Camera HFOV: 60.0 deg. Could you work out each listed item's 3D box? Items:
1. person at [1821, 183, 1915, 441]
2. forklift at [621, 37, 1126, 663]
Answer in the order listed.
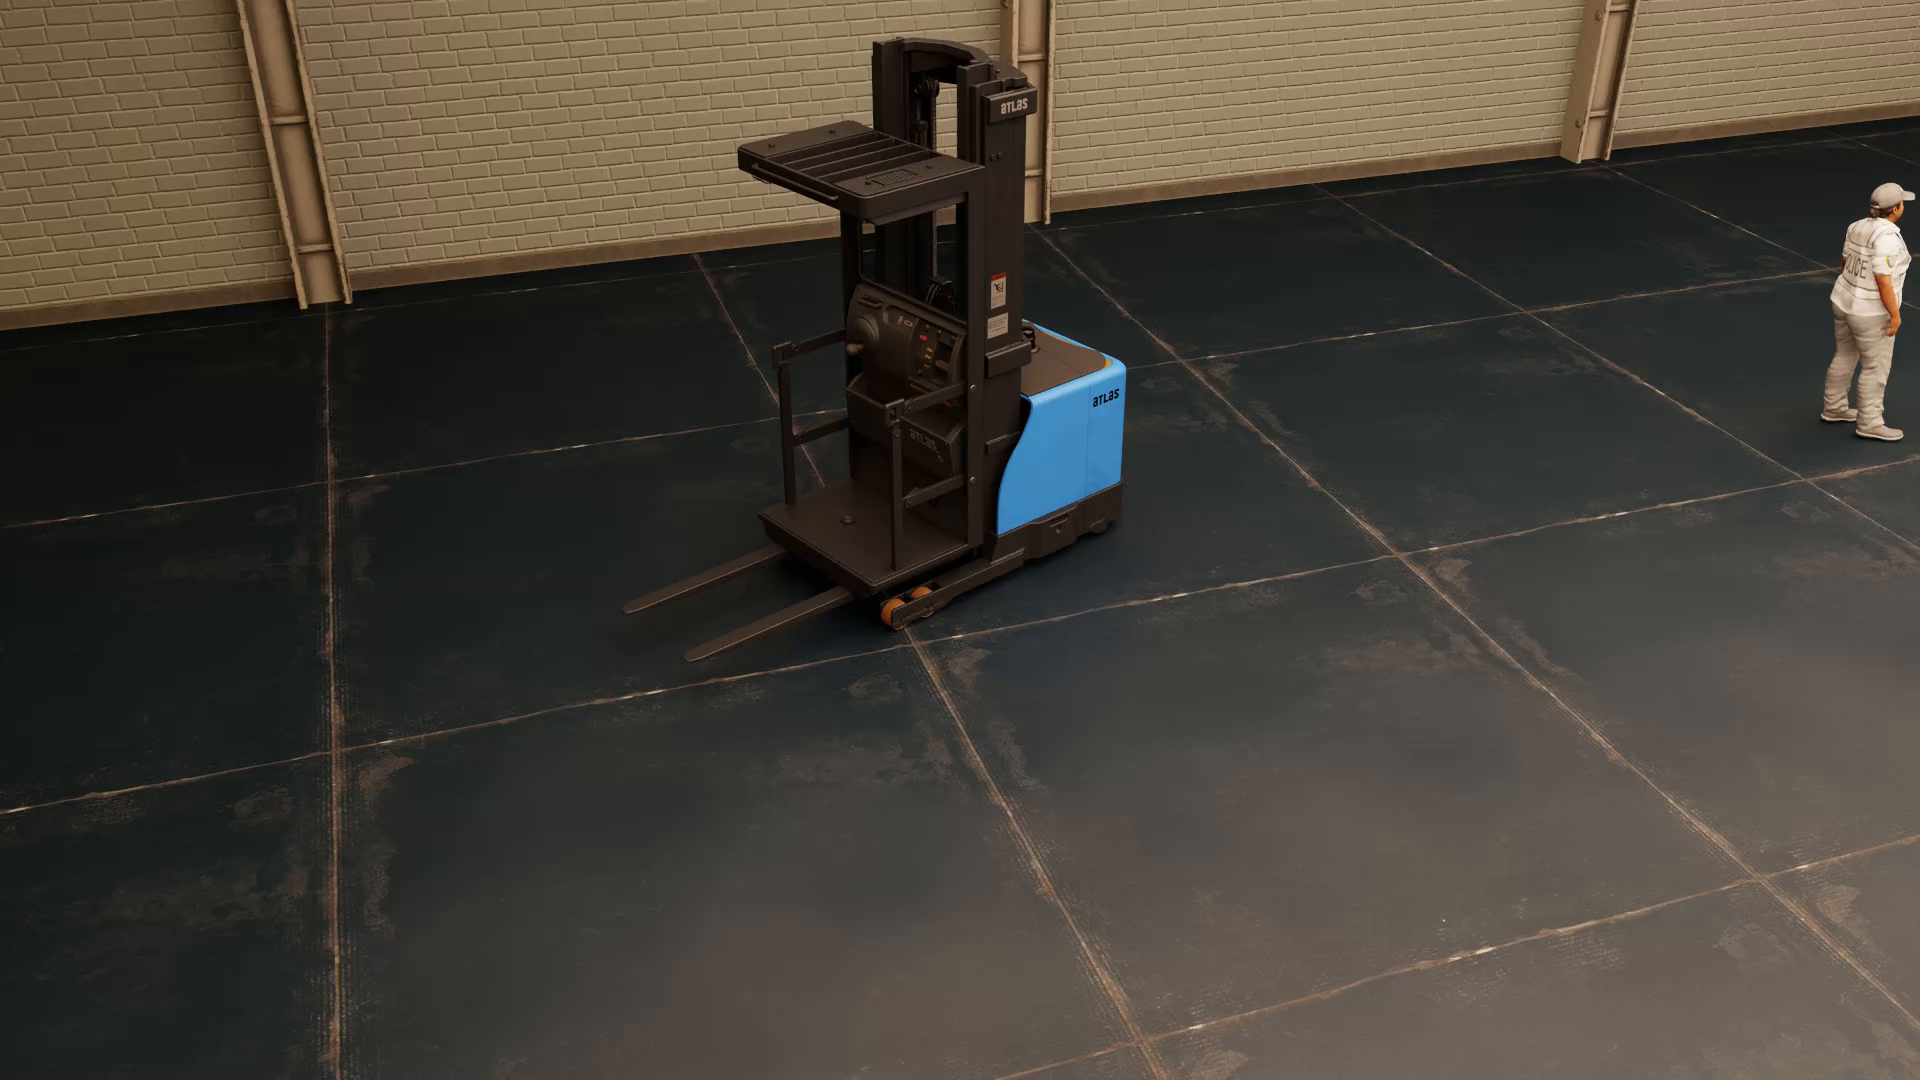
[{"bbox_3d":[6.069,-1.526,10.991,0.529,1.670,0.598,-2,30,-3],"label":"person"},{"bbox_3d":[-0.461,-1.072,8.951,3.031,2.935,1.130,-23,37,-34],"label":"forklift"}]
